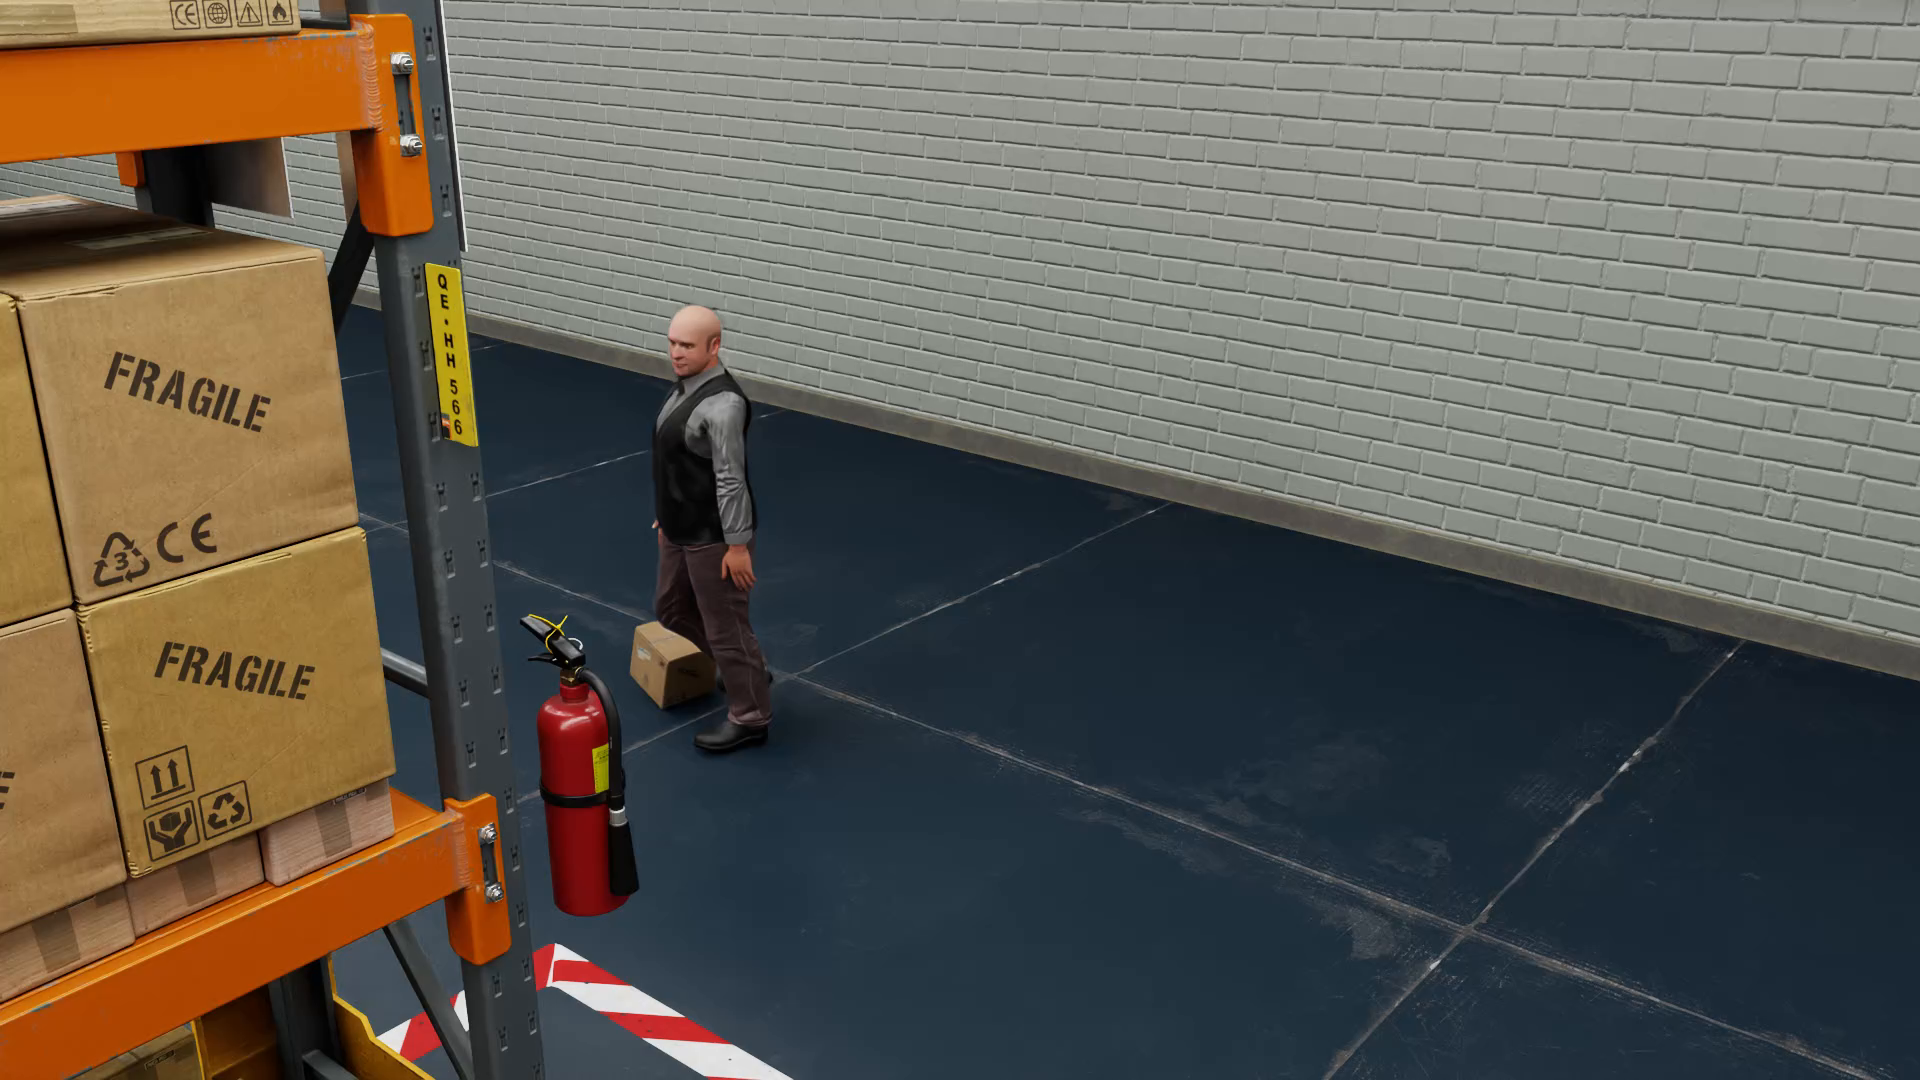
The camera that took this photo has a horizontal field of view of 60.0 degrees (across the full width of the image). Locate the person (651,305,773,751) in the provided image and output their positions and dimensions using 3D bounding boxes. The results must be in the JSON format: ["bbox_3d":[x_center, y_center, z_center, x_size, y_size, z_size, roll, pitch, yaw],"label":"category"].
[{"bbox_3d":[-0.908,-0.047,6.187,0.455,1.713,0.687,-8,22,-21],"label":"person"}]
